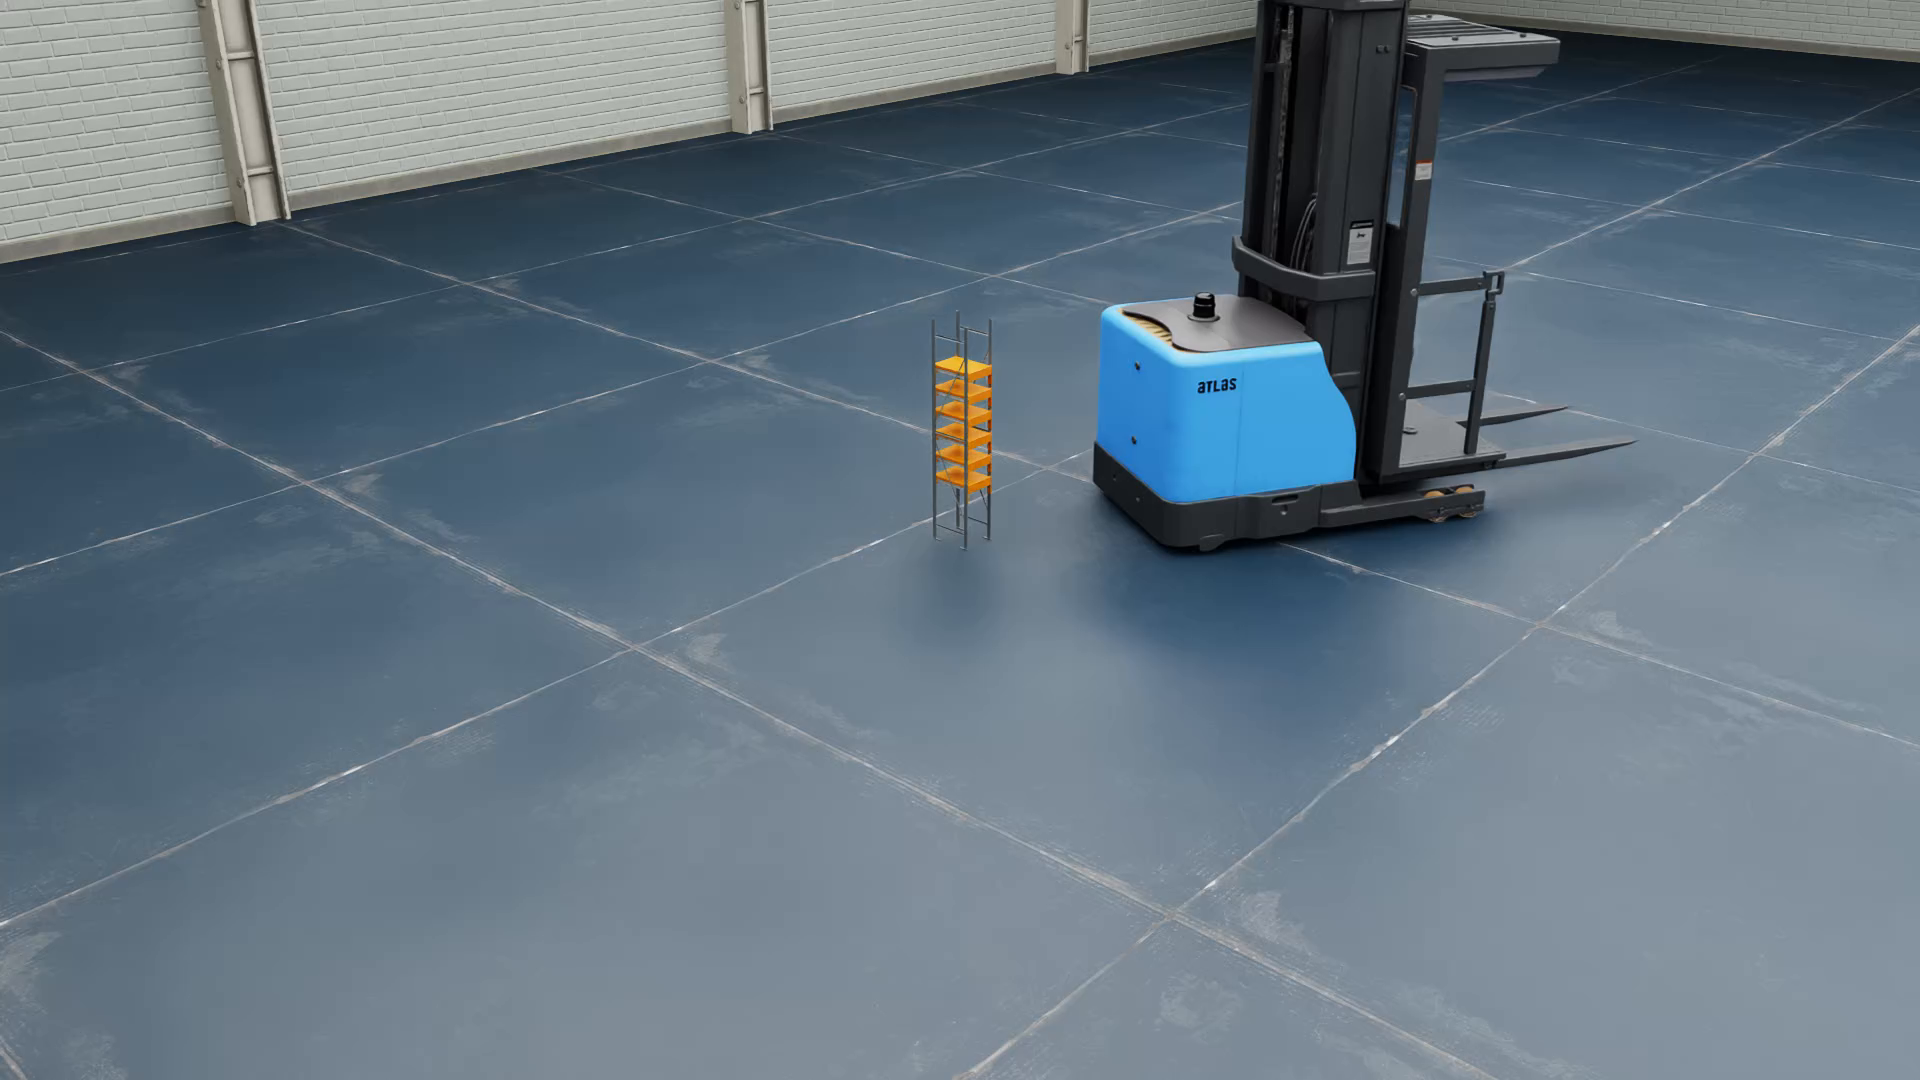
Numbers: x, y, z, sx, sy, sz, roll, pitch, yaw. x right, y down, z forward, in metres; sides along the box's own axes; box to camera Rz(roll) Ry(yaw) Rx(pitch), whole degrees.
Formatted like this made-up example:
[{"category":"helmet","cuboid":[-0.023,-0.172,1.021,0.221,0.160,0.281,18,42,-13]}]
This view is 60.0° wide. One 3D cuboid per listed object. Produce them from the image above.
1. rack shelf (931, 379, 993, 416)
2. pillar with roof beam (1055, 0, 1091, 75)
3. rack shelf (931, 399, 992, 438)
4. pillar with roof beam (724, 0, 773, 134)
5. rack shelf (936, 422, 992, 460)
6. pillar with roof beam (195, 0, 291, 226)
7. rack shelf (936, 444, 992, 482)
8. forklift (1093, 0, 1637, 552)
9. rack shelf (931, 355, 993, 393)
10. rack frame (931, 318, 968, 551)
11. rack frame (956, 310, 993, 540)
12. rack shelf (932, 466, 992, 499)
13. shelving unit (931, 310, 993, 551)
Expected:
[{"category":"rack shelf","cuboid":[0.010,-0.730,8.434,0.258,0.103,0.180,20,31,38]},{"category":"pillar with roof beam","cuboid":[4.782,-9.547,19.044,9.100,9.000,0.400,20,31,38]},{"category":"rack shelf","cuboid":[0.010,-0.621,8.483,0.258,0.103,0.180,20,31,38]},{"category":"pillar with roof beam","cuboid":[0.778,-7.719,14.967,9.100,9.000,0.400,20,31,38]},{"category":"rack shelf","cuboid":[0.010,-0.511,8.533,0.258,0.103,0.180,20,31,38]},{"category":"pillar with roof beam","cuboid":[-3.227,-5.891,10.890,9.100,9.000,0.400,20,31,38]},{"category":"rack shelf","cuboid":[0.010,-0.402,8.582,0.258,0.103,0.180,20,31,38]},{"category":"forklift","cuboid":[2.317,-1.627,8.797,3.031,2.935,1.130,-8,25,-17]},{"category":"rack shelf","cuboid":[0.010,-0.840,8.385,0.258,0.103,0.180,20,31,38]},{"category":"rack frame","cuboid":[-0.051,-0.524,8.452,0.240,1.200,0.006,20,31,38]},{"category":"rack frame","cuboid":[0.071,-0.580,8.577,0.240,1.200,0.006,20,31,38]},{"category":"rack shelf","cuboid":[0.010,-0.292,8.631,0.258,0.103,0.180,20,31,38]},{"category":"shelving unit","cuboid":[0.010,-0.552,8.514,0.258,1.200,0.189,20,31,38]}]
